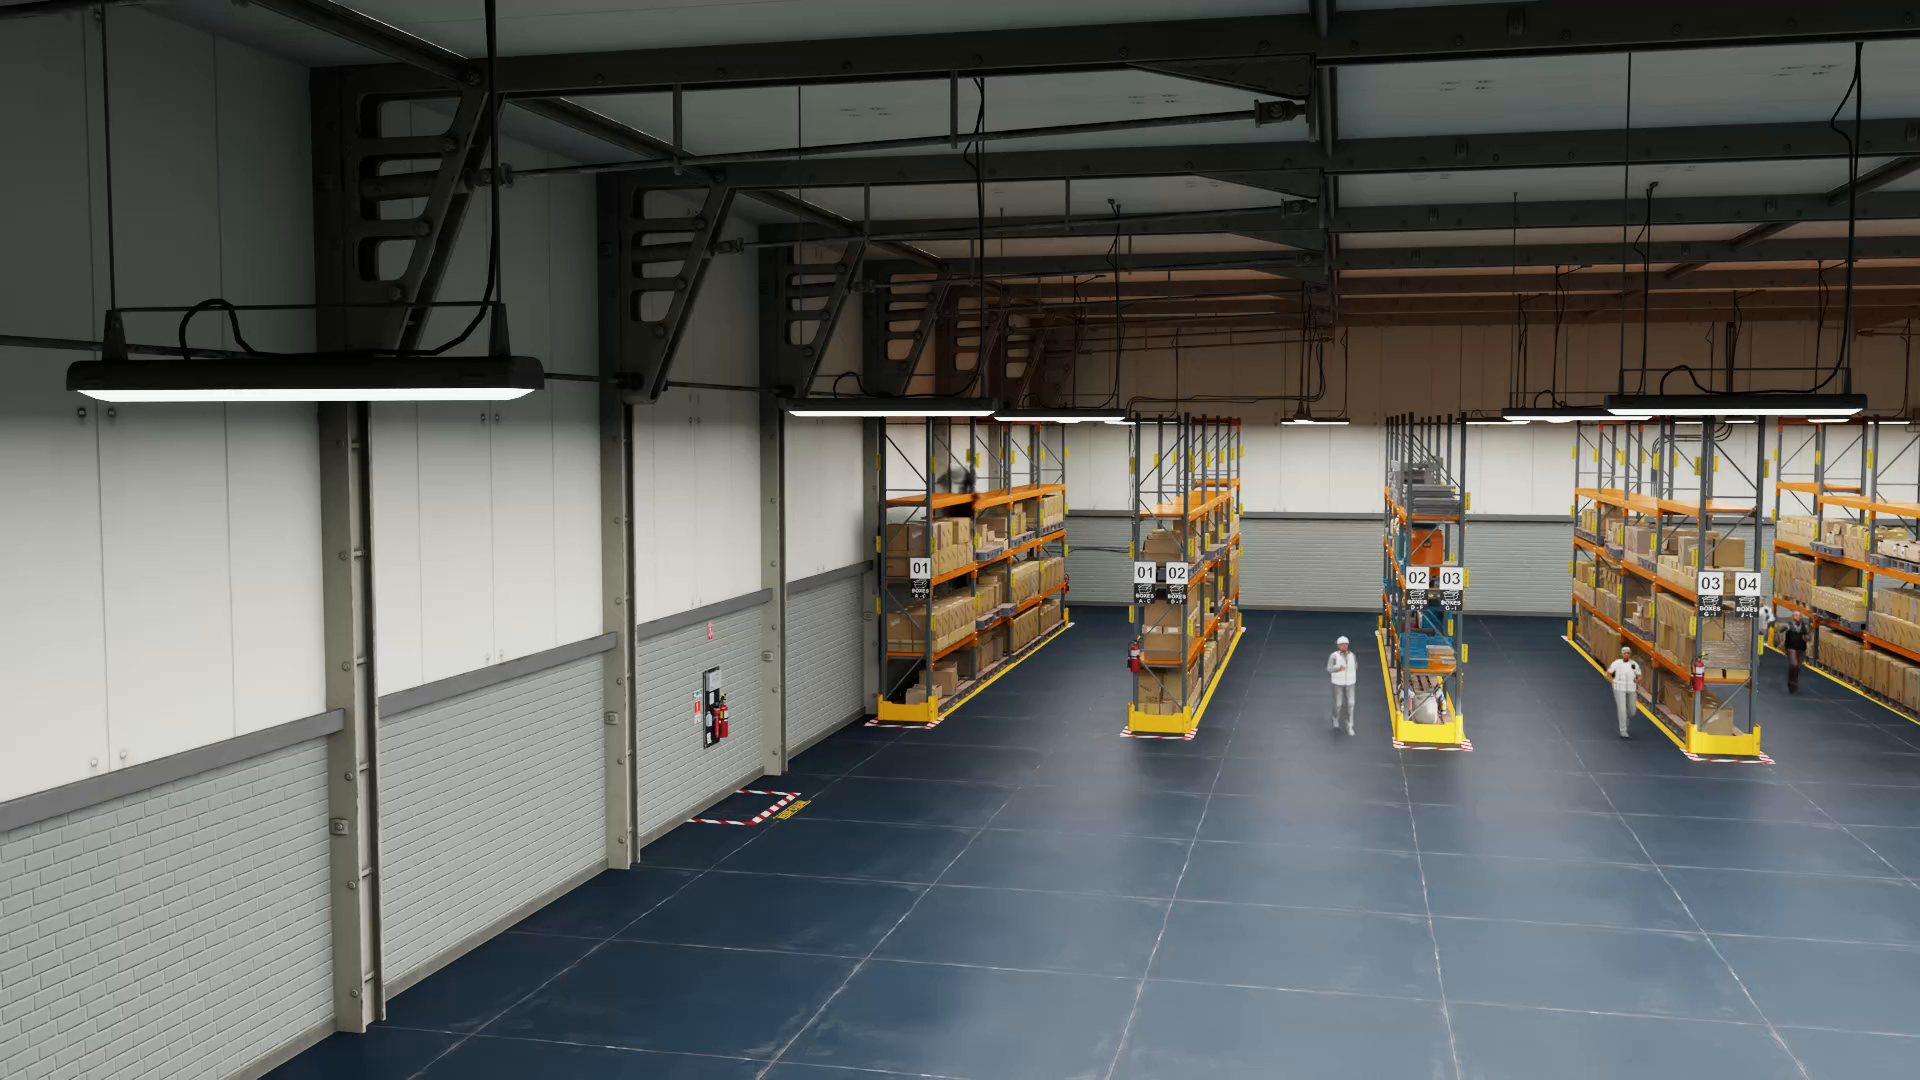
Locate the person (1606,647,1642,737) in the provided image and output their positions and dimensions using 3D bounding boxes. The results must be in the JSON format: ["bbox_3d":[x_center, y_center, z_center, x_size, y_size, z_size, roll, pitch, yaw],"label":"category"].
[{"bbox_3d":[12.390,2.813,31.001,0.620,1.622,0.804,1,4,9],"label":"person"}]

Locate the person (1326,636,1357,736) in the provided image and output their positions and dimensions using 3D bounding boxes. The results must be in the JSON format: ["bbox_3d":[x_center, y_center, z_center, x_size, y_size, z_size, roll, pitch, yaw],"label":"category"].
[{"bbox_3d":[7.180,2.711,31.157,0.650,1.805,0.818,0,4,-2],"label":"person"}]

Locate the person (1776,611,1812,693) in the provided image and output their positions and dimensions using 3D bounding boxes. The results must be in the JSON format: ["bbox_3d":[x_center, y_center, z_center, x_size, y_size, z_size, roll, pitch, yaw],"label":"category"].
[{"bbox_3d":[18.136,2.426,36.106,0.624,1.780,0.752,0,4,4],"label":"person"}]

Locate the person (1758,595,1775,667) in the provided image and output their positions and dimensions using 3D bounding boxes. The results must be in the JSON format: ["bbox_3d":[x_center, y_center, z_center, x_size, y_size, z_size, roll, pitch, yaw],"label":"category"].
[{"bbox_3d":[19.291,2.180,40.063,0.597,1.753,0.732,1,4,12],"label":"person"}]

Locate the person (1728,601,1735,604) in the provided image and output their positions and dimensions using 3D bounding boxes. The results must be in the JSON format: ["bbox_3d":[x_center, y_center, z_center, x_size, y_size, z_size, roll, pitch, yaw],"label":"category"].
[{"bbox_3d":[19.682,2.083,42.177,0.633,1.621,0.597,1,4,19],"label":"person"}]
